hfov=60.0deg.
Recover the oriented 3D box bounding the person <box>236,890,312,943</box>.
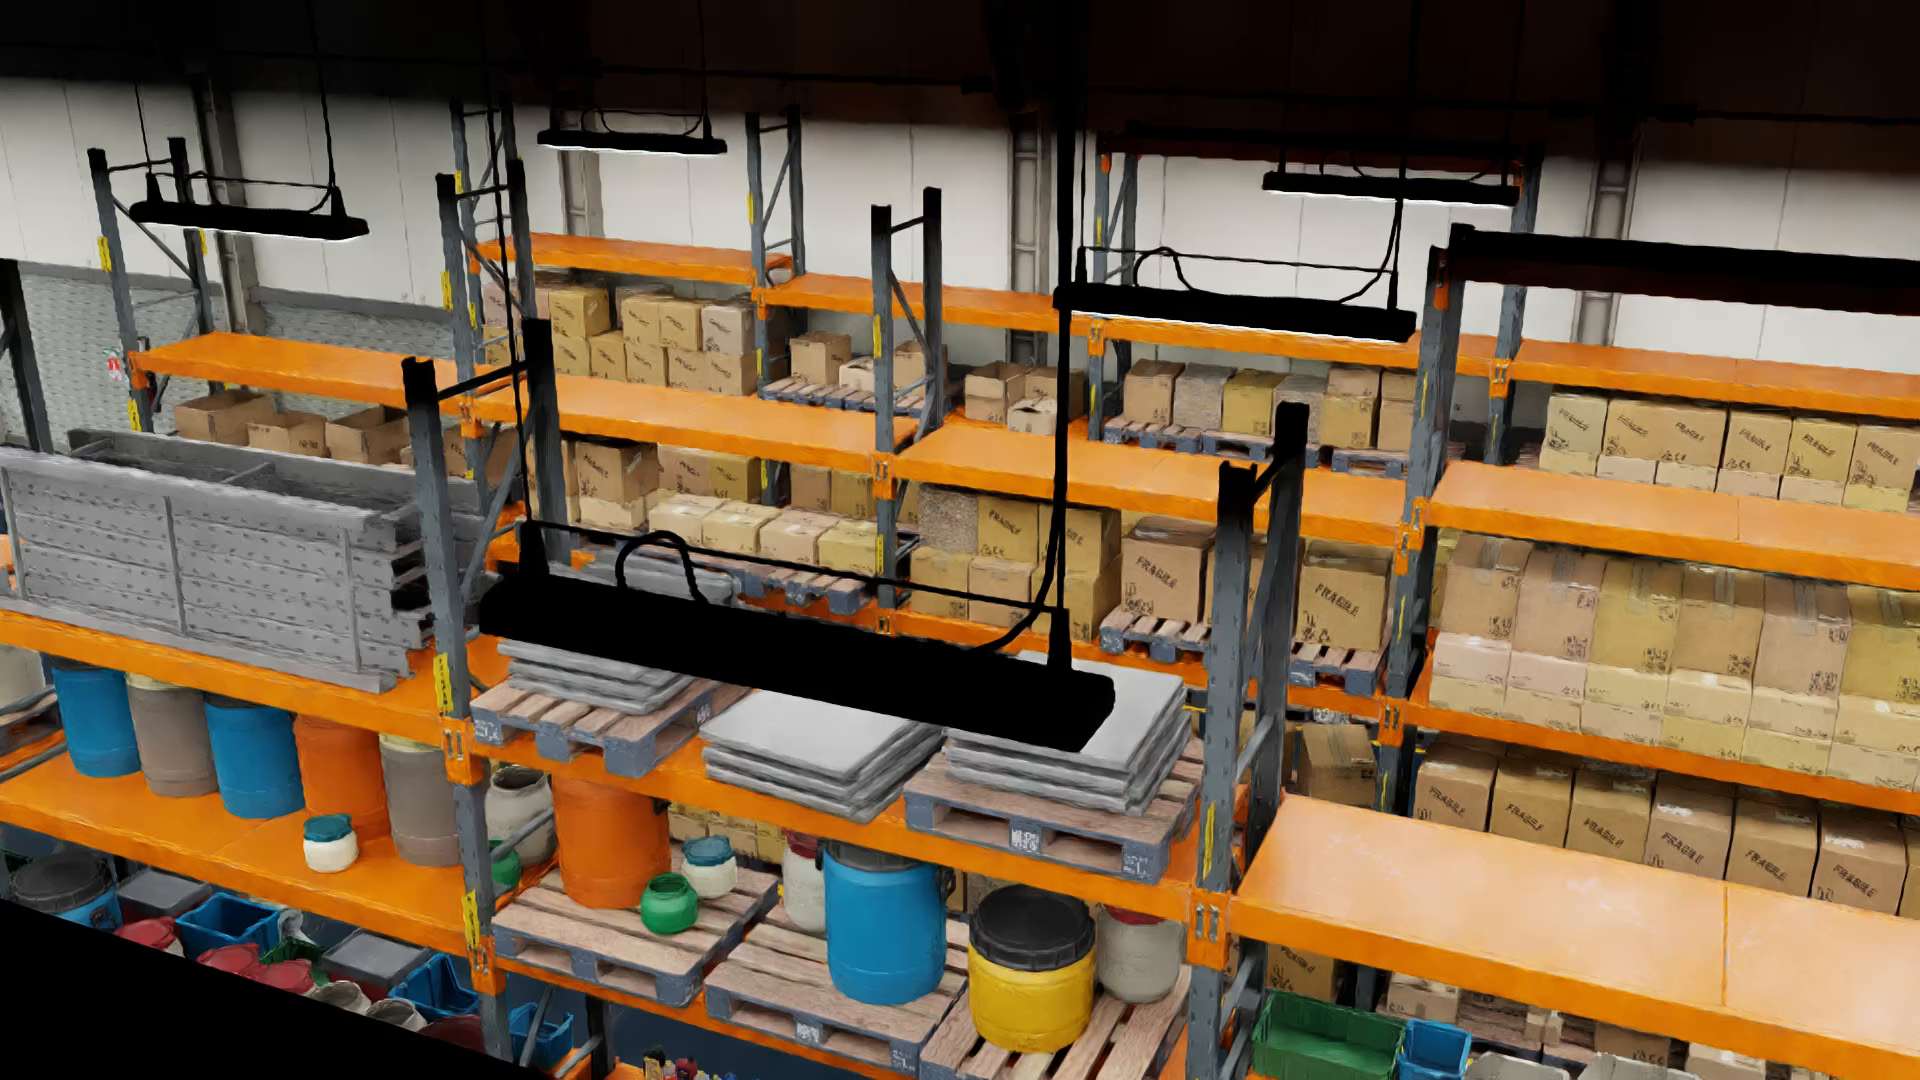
[{"bbox_3d":[-5.285,2.790,12.808,0.552,1.742,0.677,8,22,21],"label":"person"}]

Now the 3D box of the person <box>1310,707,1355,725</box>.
[{"bbox_3d":[3.438,1.865,15.398,0.998,1.625,0.463,8,22,21],"label":"person"}]
